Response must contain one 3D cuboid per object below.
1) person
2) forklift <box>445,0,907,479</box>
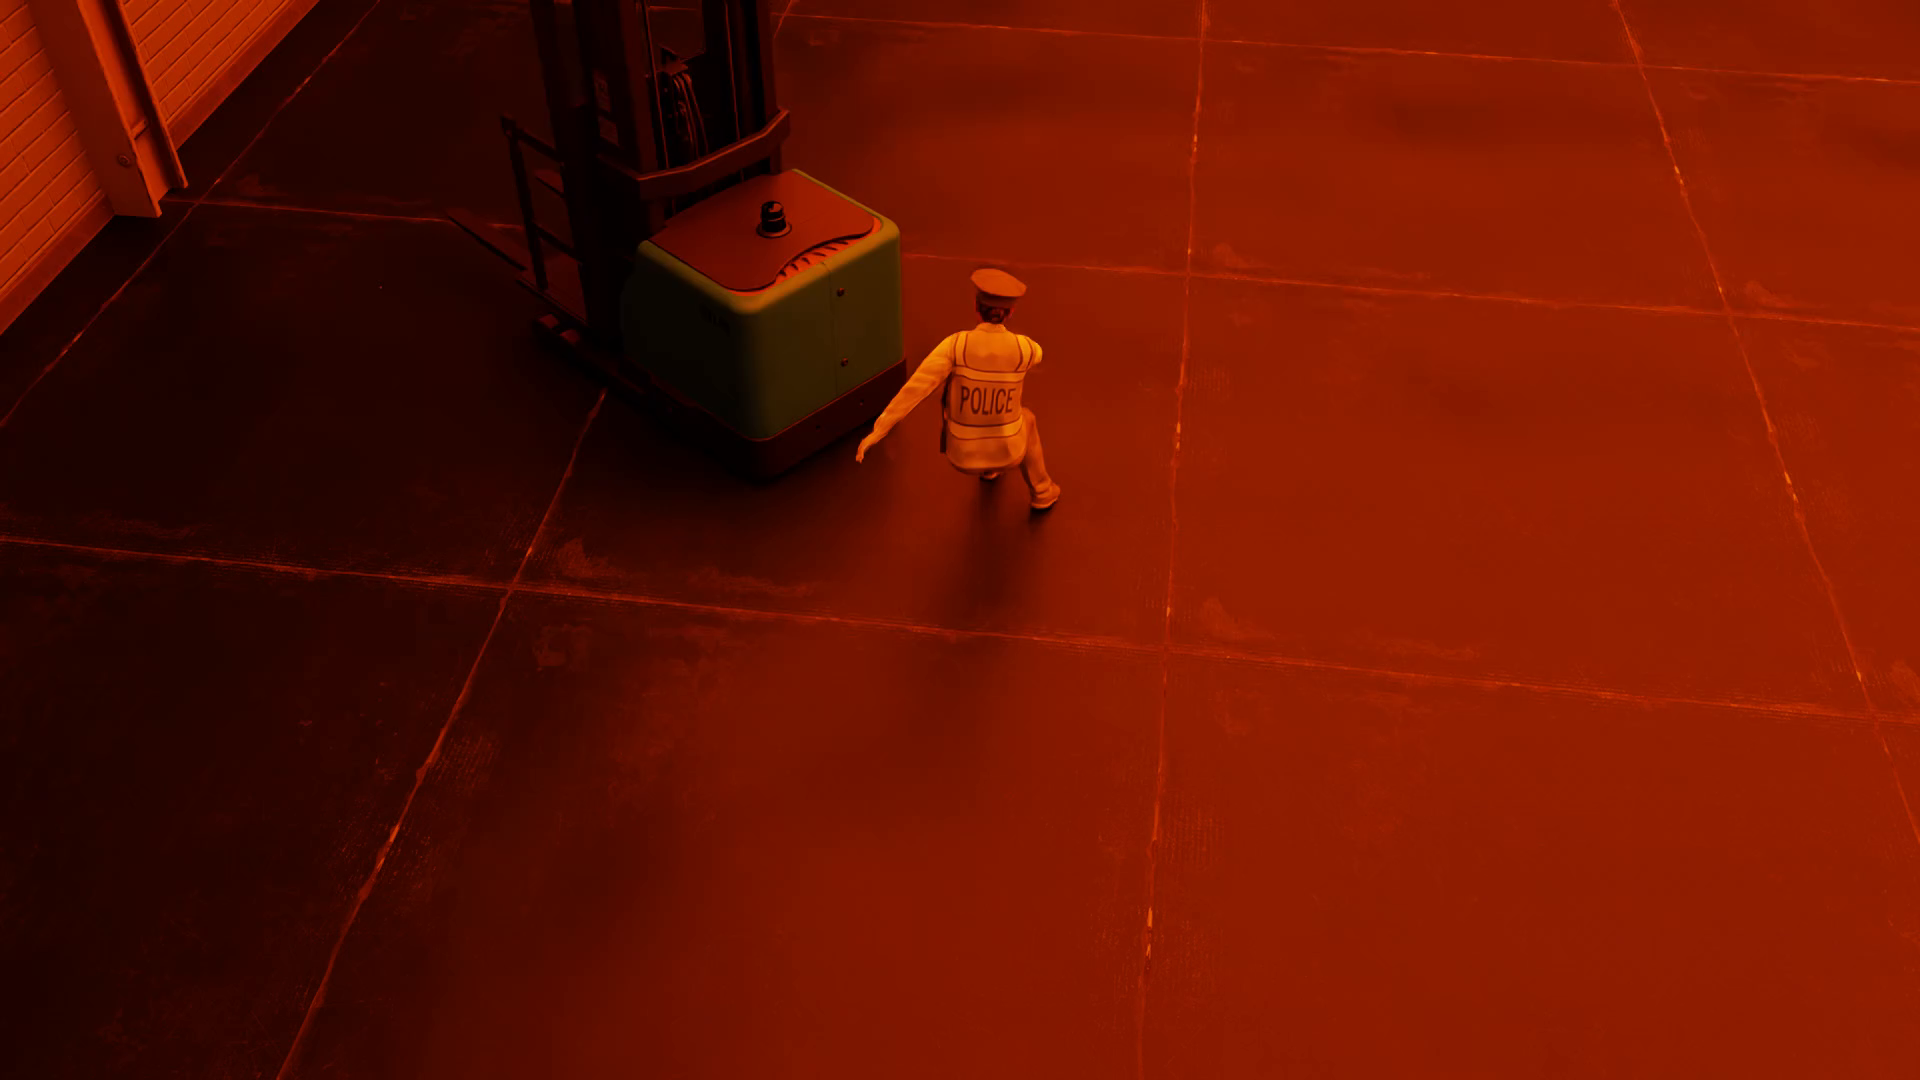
[{"bbox_3d":[0.013,-0.629,7.608,0.993,1.416,0.900,-2,43,-3],"label":"person"},{"bbox_3d":[-1.674,-2.266,8.191,3.031,2.935,1.130,34,52,31],"label":"forklift"}]
